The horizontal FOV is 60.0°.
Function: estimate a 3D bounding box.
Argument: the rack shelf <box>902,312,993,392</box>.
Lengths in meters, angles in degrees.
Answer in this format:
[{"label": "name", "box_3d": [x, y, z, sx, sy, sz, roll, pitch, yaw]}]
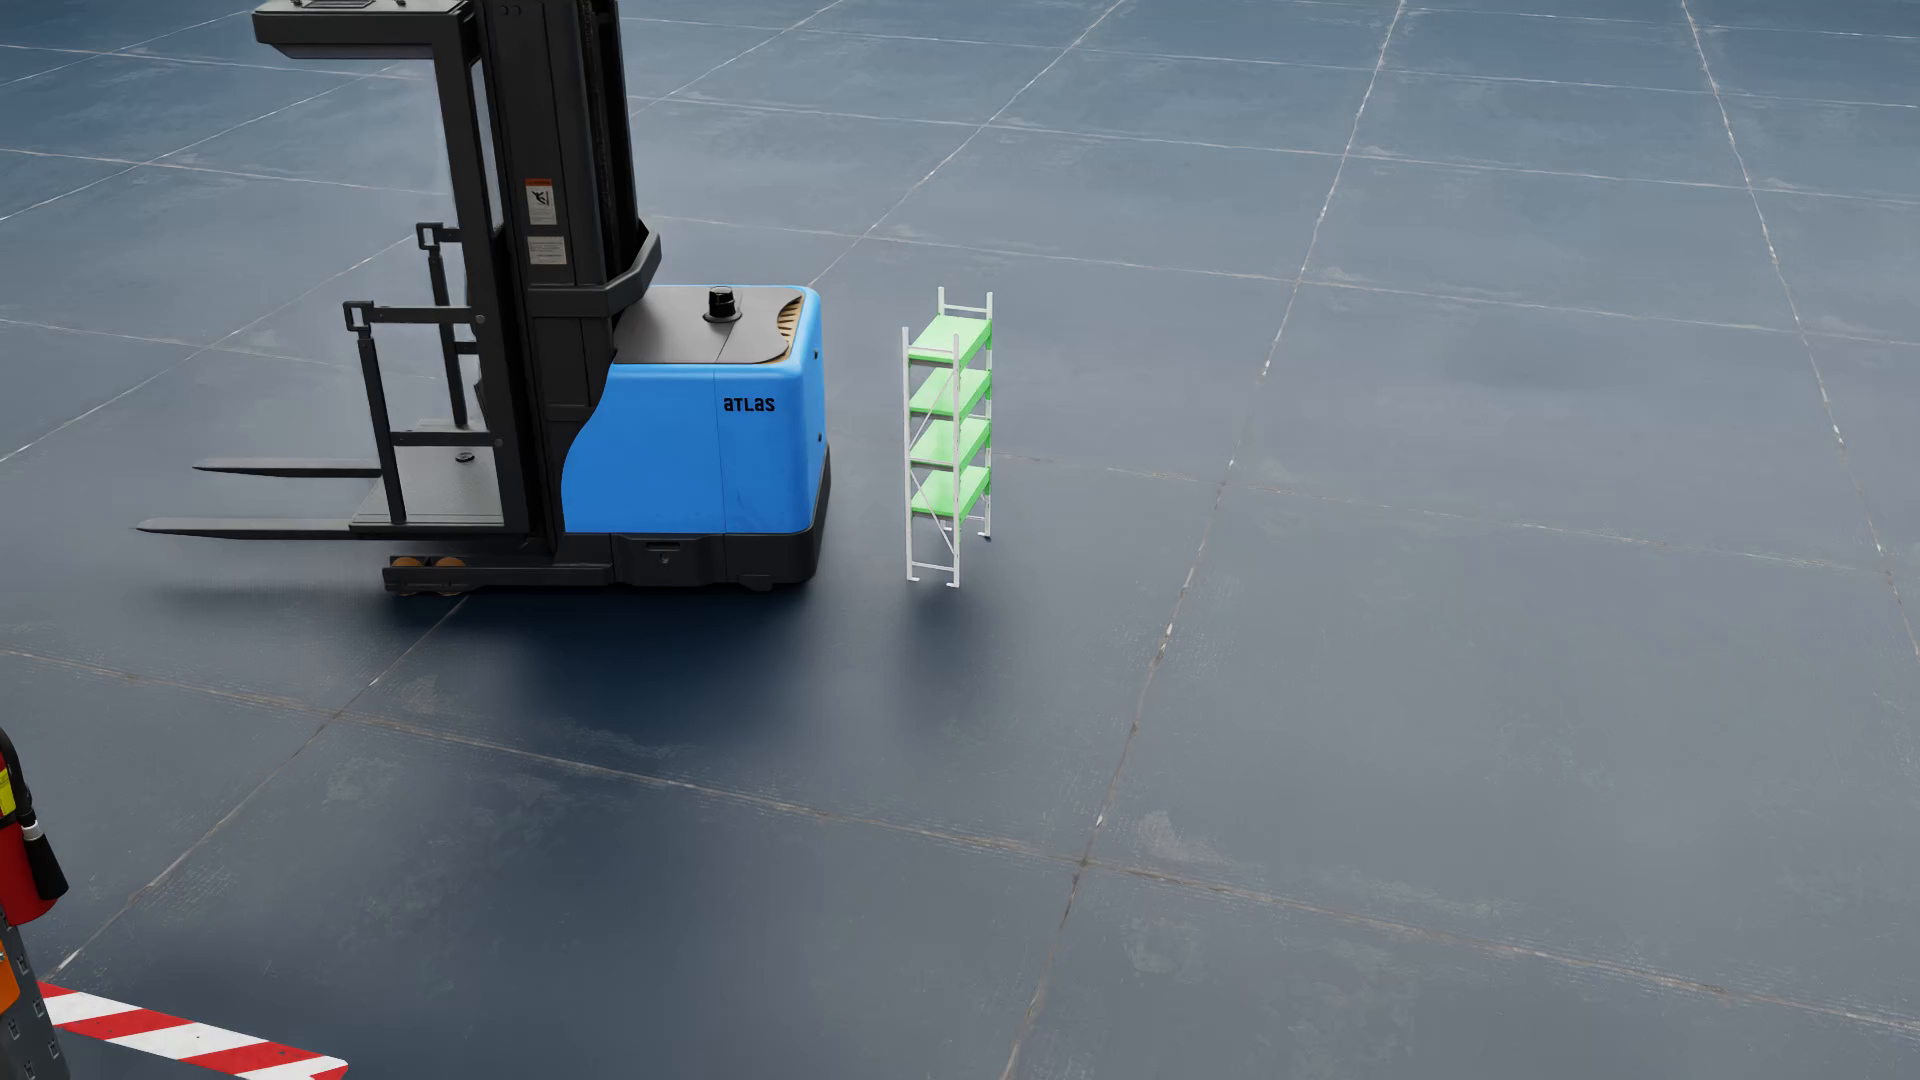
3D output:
[{"label": "rack shelf", "box_3d": [-0.049, -0.811, 7.118, 0.258, 0.148, 0.480, 8, 30, 15]}]

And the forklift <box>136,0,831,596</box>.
[{"label": "forklift", "box_3d": [-2.147, -1.292, 7.057, 3.031, 2.935, 1.130, 0, 29, 1]}]

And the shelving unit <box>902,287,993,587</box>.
[{"label": "shelving unit", "box_3d": [-0.049, -0.447, 7.320, 0.258, 1.200, 0.503, 8, 30, 15]}]

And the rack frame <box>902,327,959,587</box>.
[{"label": "rack frame", "box_3d": [-0.120, -0.334, 7.116, 0.240, 1.200, 0.015, 8, 30, 15]}]

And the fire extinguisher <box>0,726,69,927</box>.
[{"label": "fire extinguisher", "box_3d": [-2.203, 0.560, 3.737, 0.296, 0.674, 0.183, 8, 30, 15]}]

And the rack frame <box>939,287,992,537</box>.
[{"label": "rack frame", "box_3d": [0.023, -0.561, 7.524, 0.240, 1.200, 0.015, 8, 30, 15]}]

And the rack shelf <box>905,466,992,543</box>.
[{"label": "rack shelf", "box_3d": [-0.049, -0.182, 7.468, 0.258, 0.148, 0.480, 8, 30, 15]}]

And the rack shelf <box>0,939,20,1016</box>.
[{"label": "rack shelf", "box_3d": [-3.264, 1.757, 2.245, 1.077, 0.370, 4.000, 8, 30, 15]}]

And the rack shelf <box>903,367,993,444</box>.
[{"label": "rack shelf", "box_3d": [-0.049, -0.601, 7.234, 0.258, 0.148, 0.480, 8, 30, 15]}]

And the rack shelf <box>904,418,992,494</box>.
[{"label": "rack shelf", "box_3d": [-0.049, -0.392, 7.351, 0.258, 0.148, 0.480, 8, 30, 15]}]
